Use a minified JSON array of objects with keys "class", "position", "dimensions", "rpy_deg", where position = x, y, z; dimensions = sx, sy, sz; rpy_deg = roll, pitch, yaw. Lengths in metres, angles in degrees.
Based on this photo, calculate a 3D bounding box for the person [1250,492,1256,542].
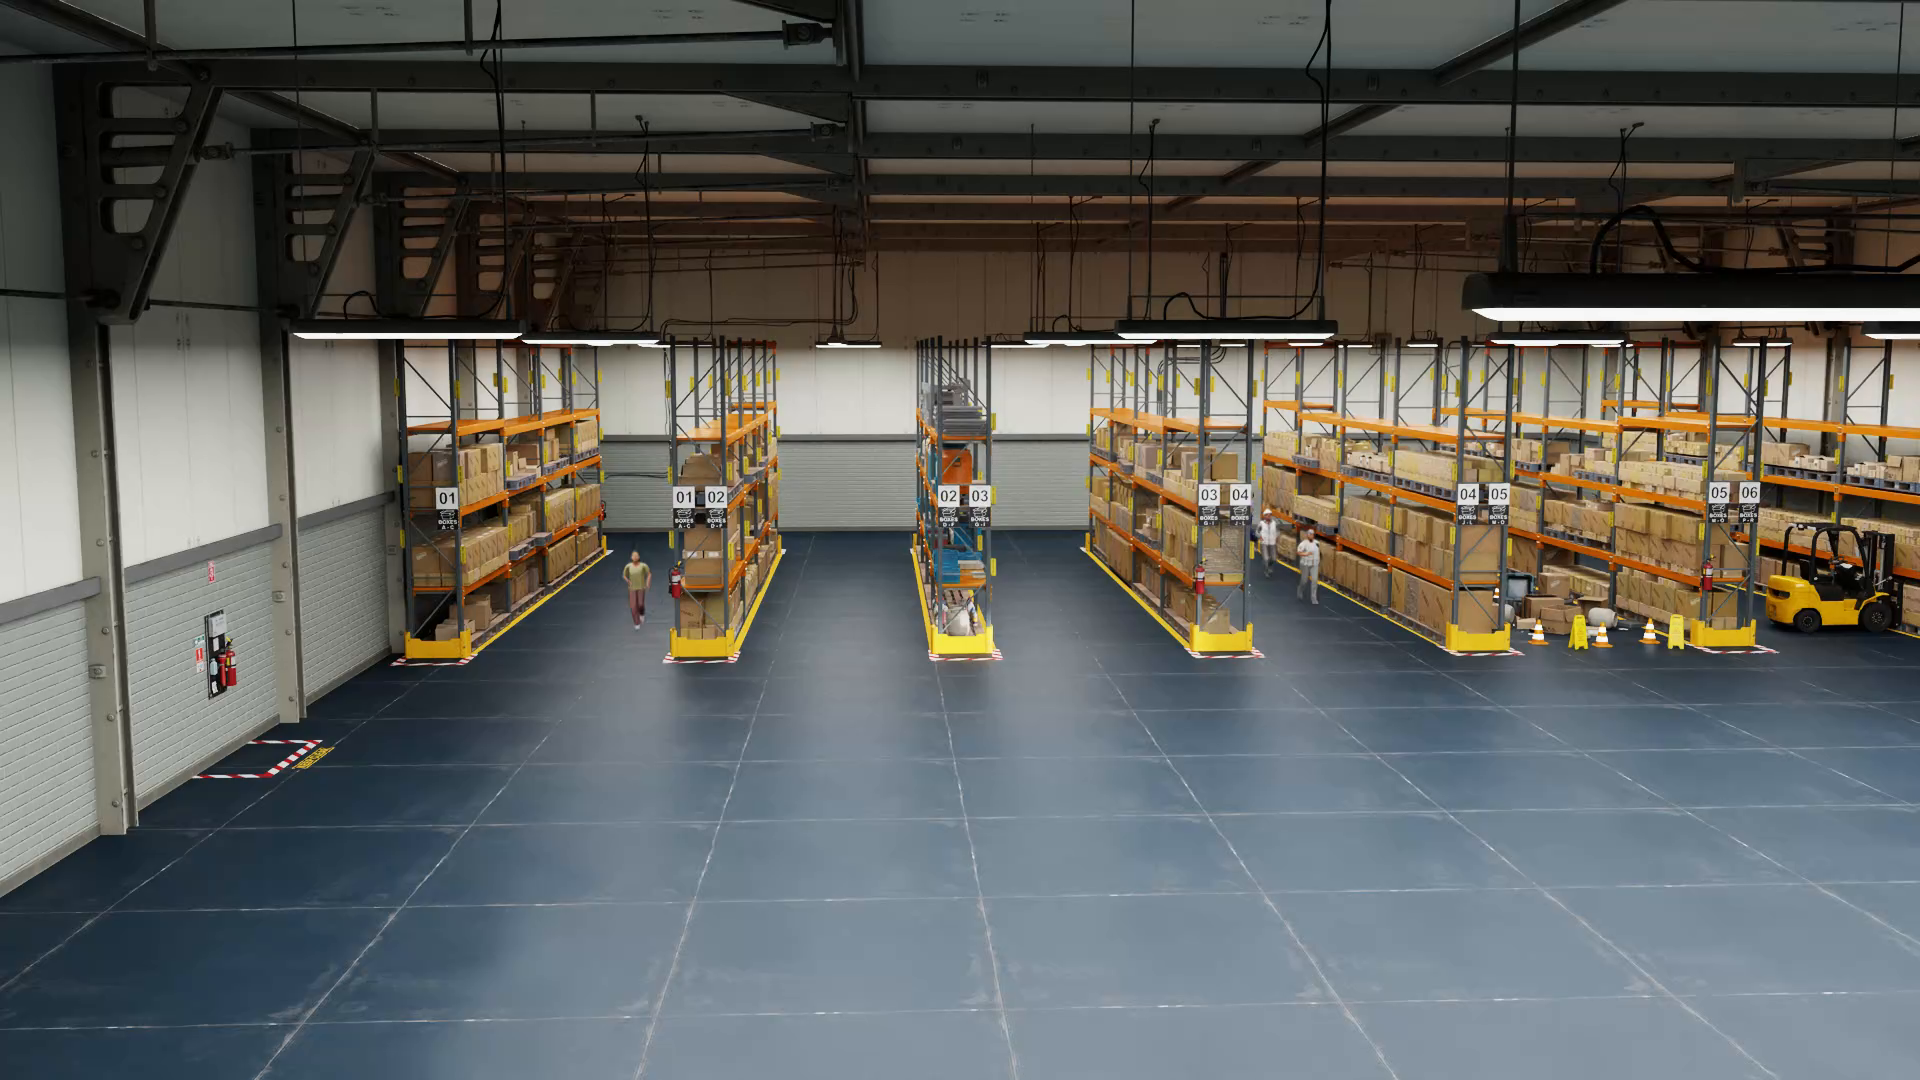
[{"class":"person","position":[8.390,-0.646,49.156],"dimensions":[0.731,1.616,0.748],"rpy_deg":[0,6,2]}]

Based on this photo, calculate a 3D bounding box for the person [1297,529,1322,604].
[{"class":"person","position":[7.954,0.578,37.887],"dimensions":[0.637,1.656,0.907],"rpy_deg":[-1,7,-9]}]

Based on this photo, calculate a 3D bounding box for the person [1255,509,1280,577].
[{"class":"person","position":[7.794,0.087,42.096],"dimensions":[0.656,1.722,0.603],"rpy_deg":[0,6,-2]}]

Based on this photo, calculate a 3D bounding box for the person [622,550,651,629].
[{"class":"person","position":[-6.667,1.027,34.288],"dimensions":[0.576,1.631,0.542],"rpy_deg":[-1,7,-6]}]
